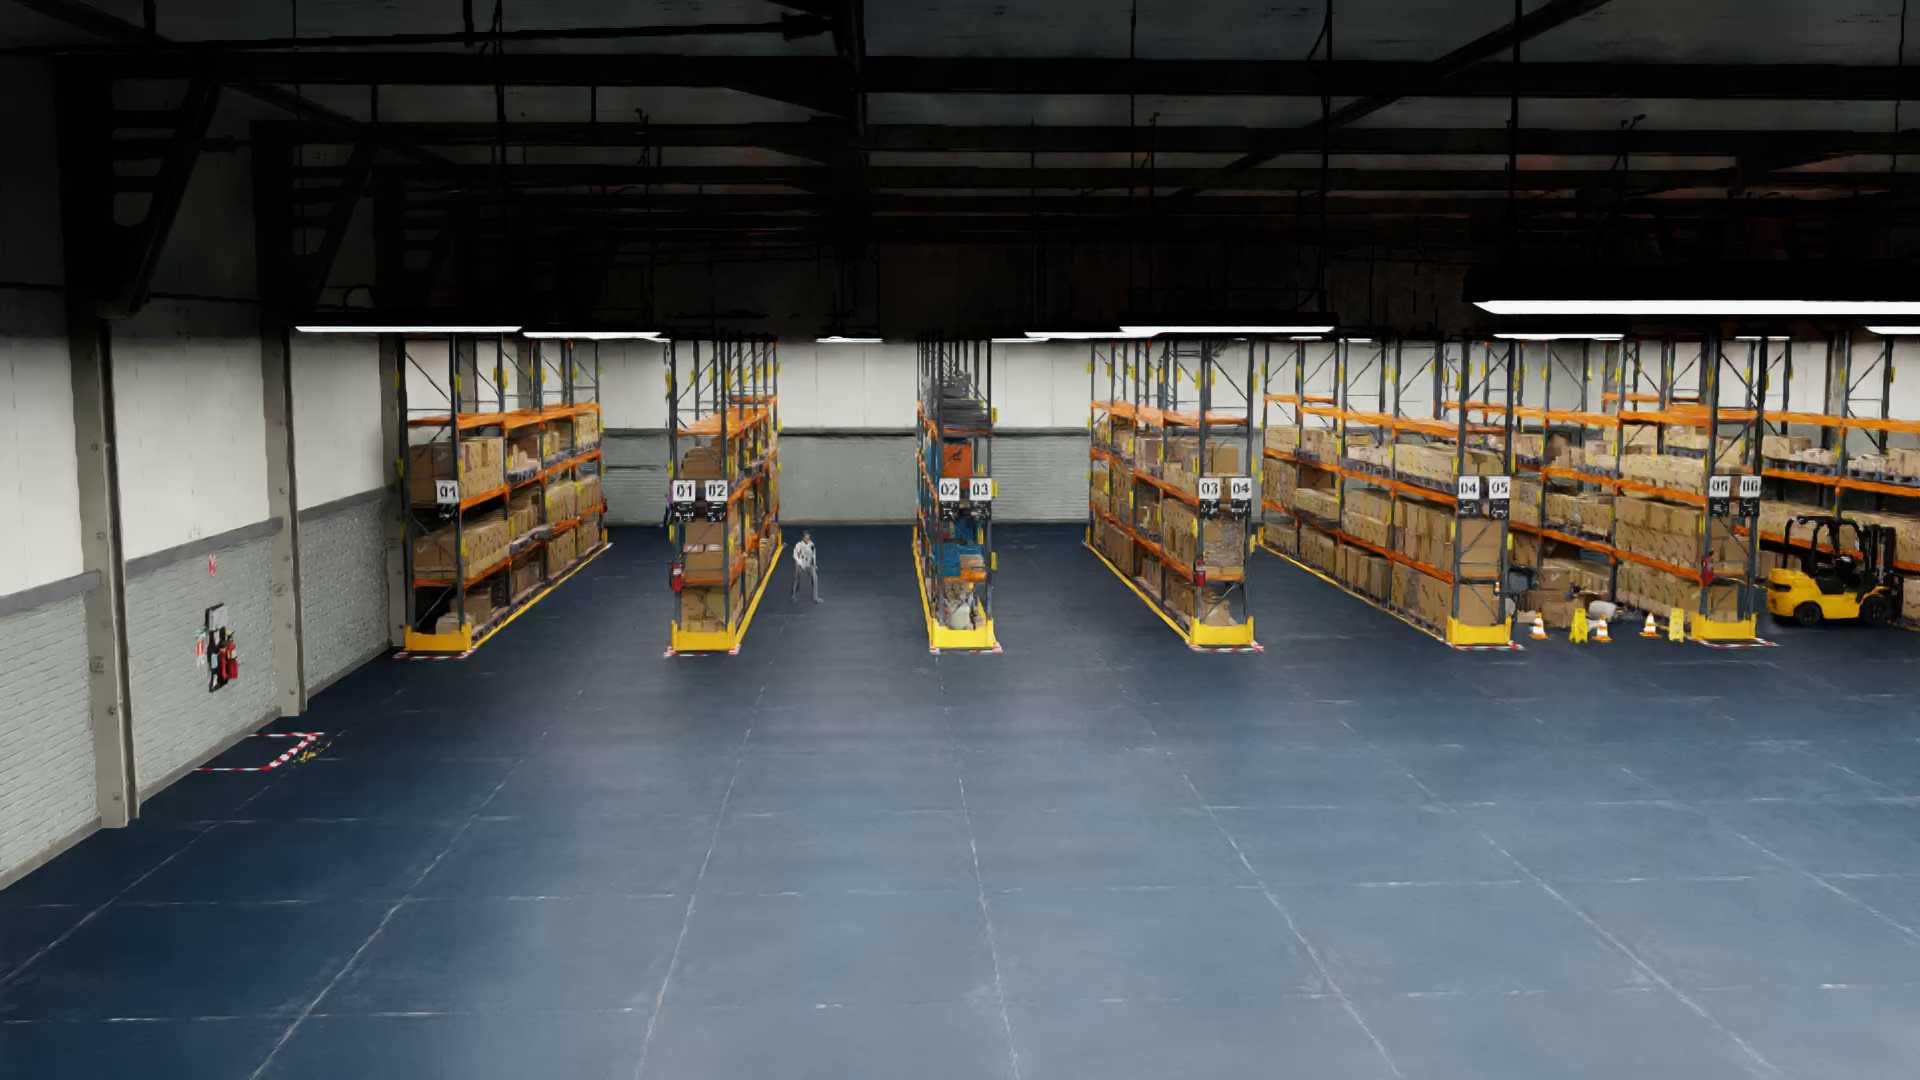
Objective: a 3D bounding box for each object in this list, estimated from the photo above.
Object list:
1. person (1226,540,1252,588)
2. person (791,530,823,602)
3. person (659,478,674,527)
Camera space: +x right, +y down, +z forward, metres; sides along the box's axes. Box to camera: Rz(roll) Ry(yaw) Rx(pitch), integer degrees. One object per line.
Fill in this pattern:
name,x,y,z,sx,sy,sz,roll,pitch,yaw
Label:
person,6.534,0.308,39.011,0.677,1.671,0.534,-1,7,-4
person,-3.444,0.559,36.985,0.630,1.608,0.811,-2,7,-20
person,-9.036,-1.142,51.590,0.472,1.589,0.594,6,9,42
